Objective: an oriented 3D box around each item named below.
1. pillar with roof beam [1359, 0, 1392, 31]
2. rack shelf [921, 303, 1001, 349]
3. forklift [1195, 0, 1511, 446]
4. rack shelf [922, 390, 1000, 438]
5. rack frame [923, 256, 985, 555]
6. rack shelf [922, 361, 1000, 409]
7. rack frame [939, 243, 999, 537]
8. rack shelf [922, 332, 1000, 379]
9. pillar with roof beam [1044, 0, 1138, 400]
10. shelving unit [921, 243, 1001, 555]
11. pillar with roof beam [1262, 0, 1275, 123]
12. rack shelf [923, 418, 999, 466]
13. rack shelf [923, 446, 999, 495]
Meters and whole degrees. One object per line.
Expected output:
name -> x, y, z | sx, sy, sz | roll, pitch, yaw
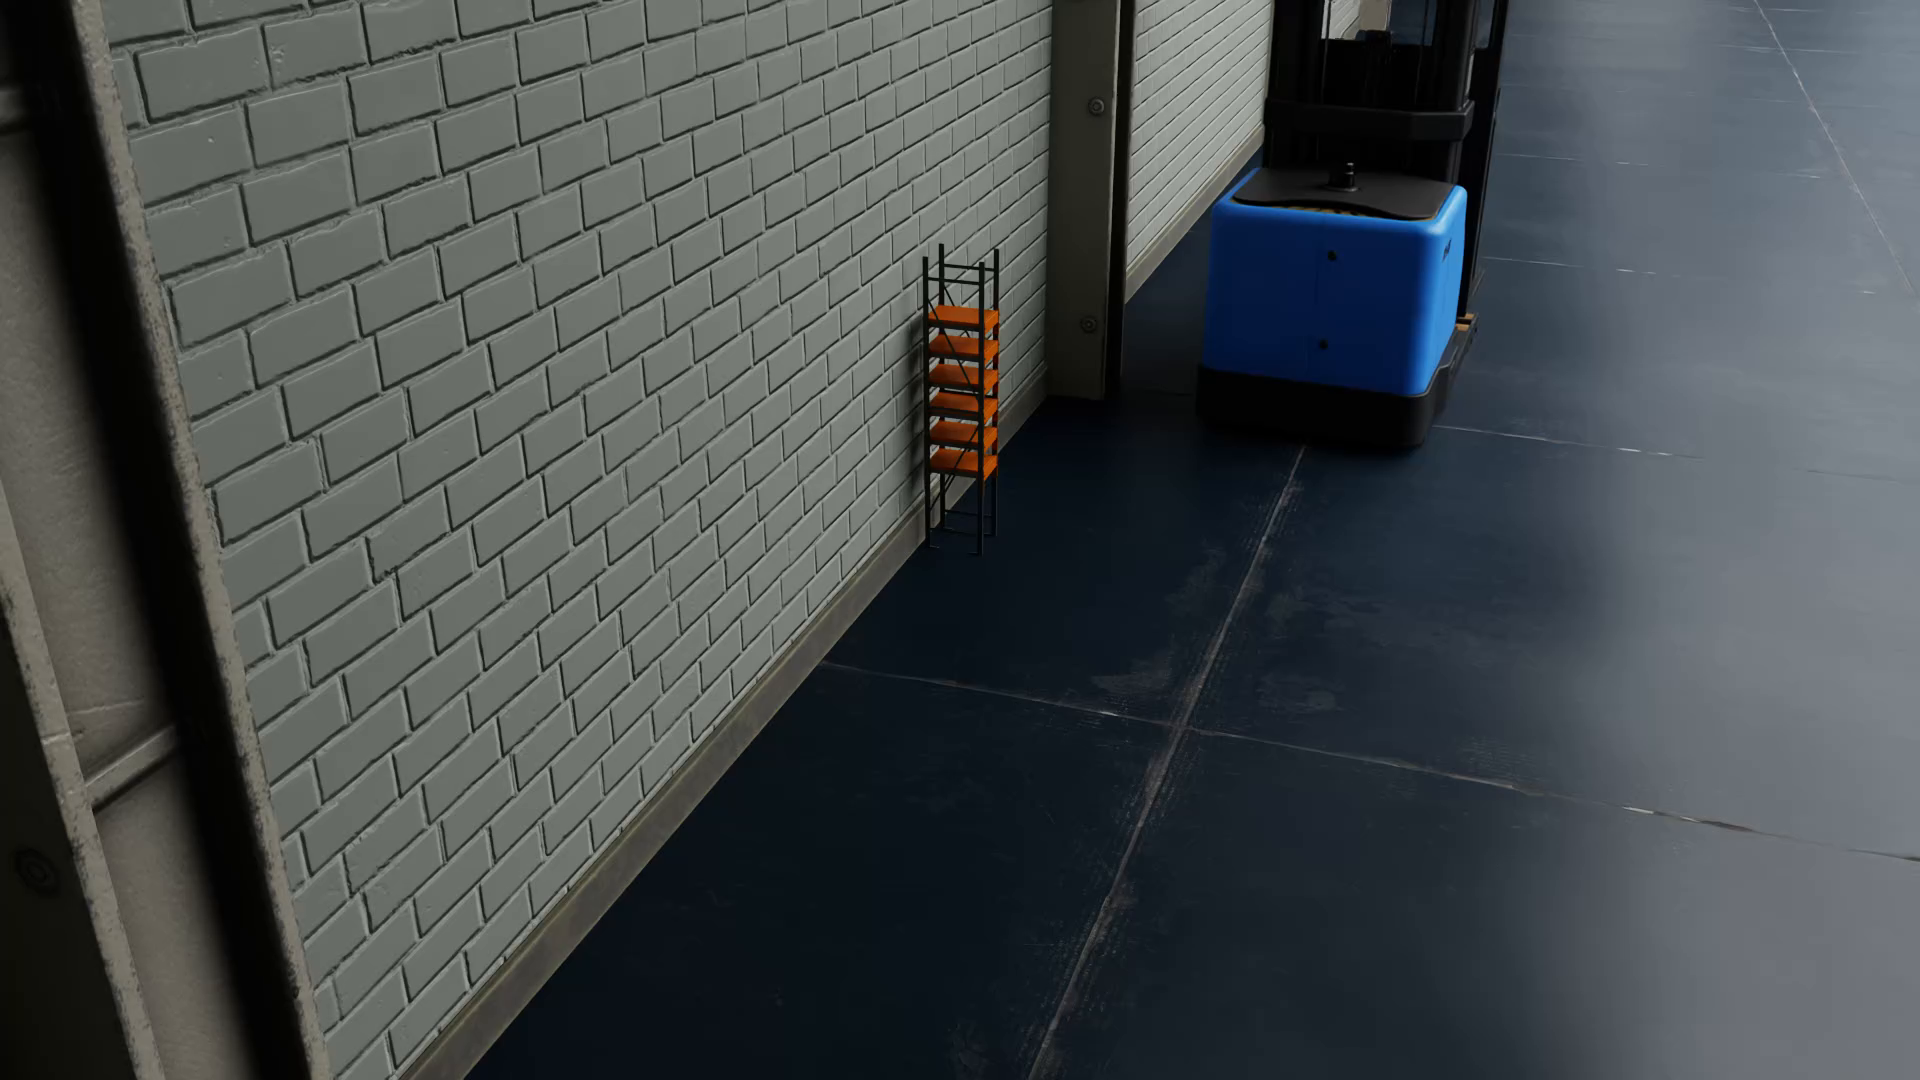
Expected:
pillar with roof beam -> 8.669, -9.146, 15.314 | 9.100, 9.000, 0.400 | 9, 27, 17
rack shelf -> 0.005, -0.818, 6.338 | 0.258, 0.103, 0.180 | 8, 27, 16
forklift -> 2.140, -2.355, 8.251 | 1.130, 2.935, 3.031 | 10, 28, 20
rack shelf -> 0.005, -0.494, 6.495 | 0.258, 0.103, 0.180 | 8, 27, 16
rack frame -> -0.024, -0.496, 6.397 | 0.240, 1.200, 0.006 | 8, 27, 16
rack shelf -> 0.005, -0.602, 6.442 | 0.258, 0.103, 0.180 | 8, 27, 16
rack frame -> 0.033, -0.571, 6.553 | 0.240, 1.200, 0.006 | 8, 27, 16
rack shelf -> 0.005, -0.710, 6.390 | 0.258, 0.103, 0.180 | 8, 27, 16
pillar with roof beam -> 4.676, -4.215, 5.129 | 9.100, 9.000, 0.400 | 9, 27, 17
shelving unit -> 0.005, -0.534, 6.475 | 0.258, 1.200, 0.189 | 8, 27, 16
pillar with roof beam -> 6.673, -6.680, 10.221 | 9.100, 9.000, 0.400 | 9, 27, 17
rack shelf -> 0.005, -0.386, 6.547 | 0.258, 0.103, 0.180 | 8, 27, 16
rack shelf -> 0.005, -0.278, 6.599 | 0.258, 0.103, 0.180 | 8, 27, 16
